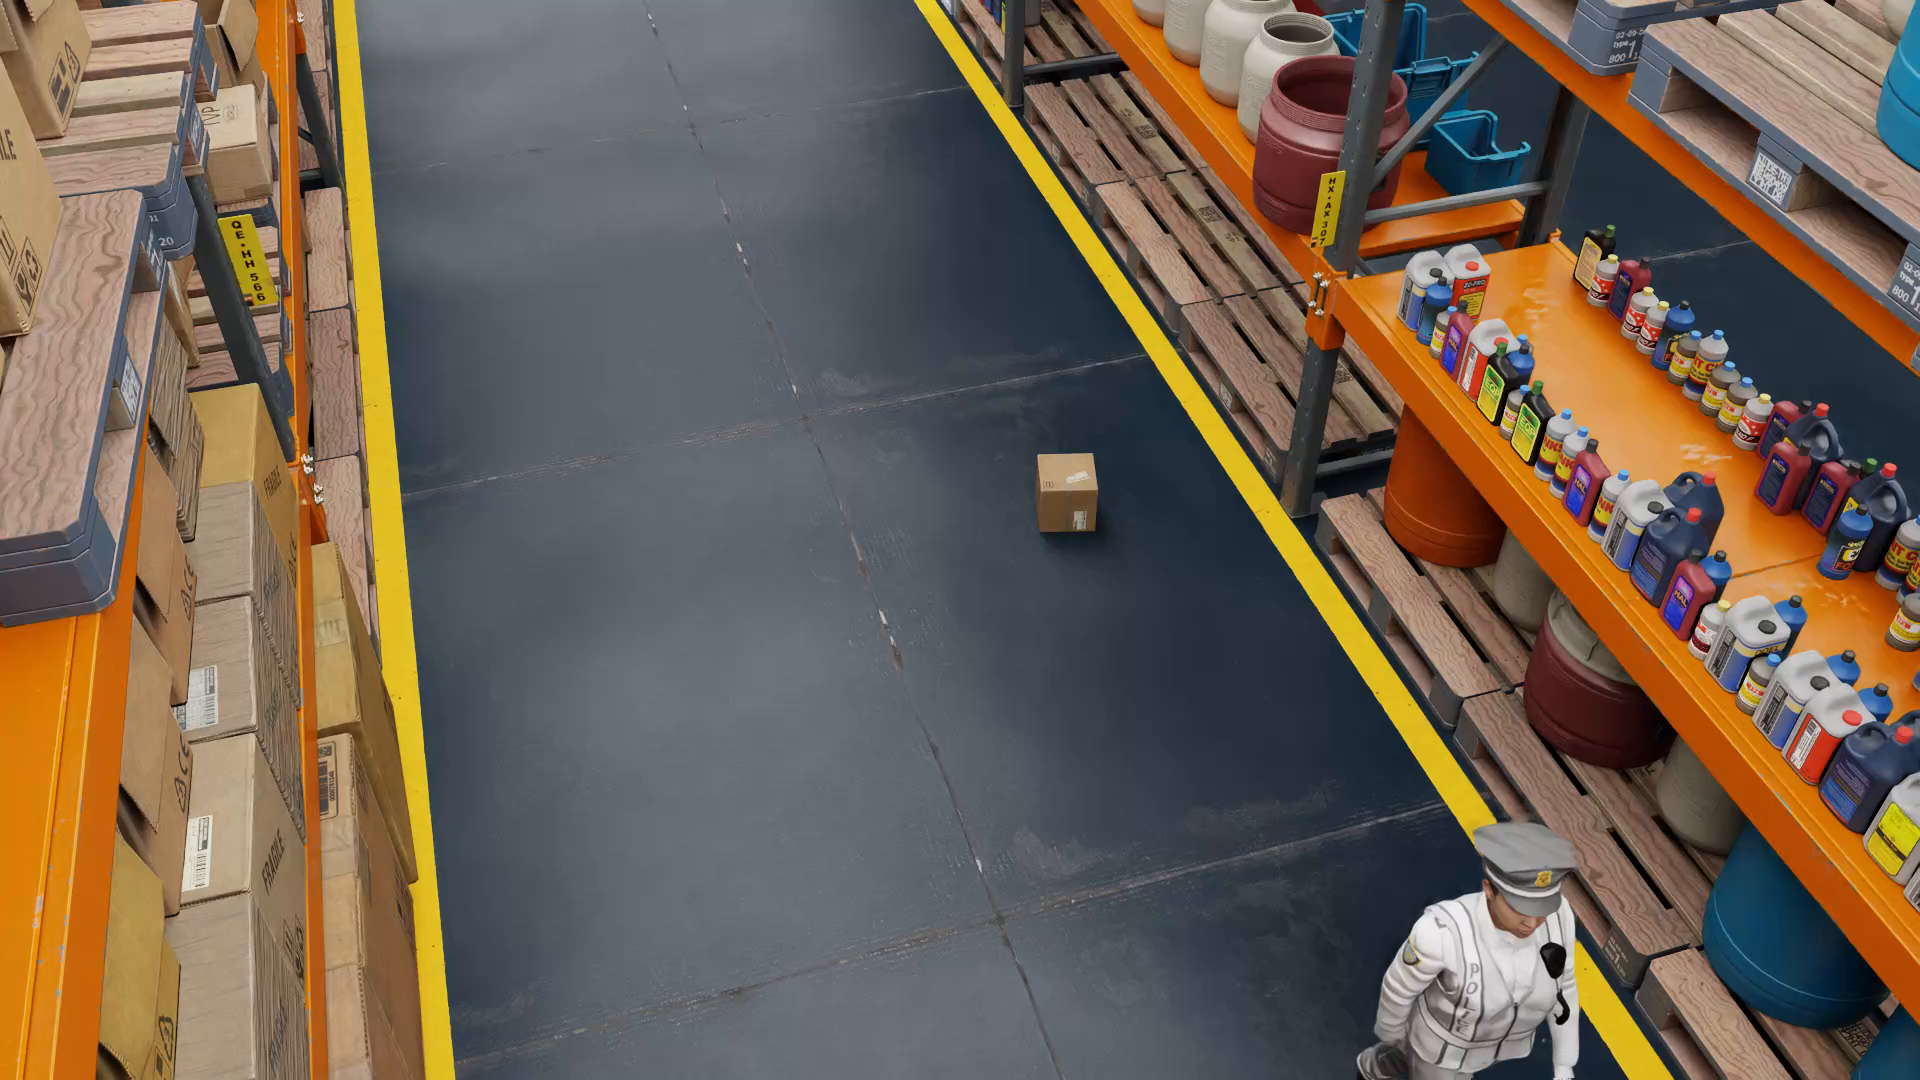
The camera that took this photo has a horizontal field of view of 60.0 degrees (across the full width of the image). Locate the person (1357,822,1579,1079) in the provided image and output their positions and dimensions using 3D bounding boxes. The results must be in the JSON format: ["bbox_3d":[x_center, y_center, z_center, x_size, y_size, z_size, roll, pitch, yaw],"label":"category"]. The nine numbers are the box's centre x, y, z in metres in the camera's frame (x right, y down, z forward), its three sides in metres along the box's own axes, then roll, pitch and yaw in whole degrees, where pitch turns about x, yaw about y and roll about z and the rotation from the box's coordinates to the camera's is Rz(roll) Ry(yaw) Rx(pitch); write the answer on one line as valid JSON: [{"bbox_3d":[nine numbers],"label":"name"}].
[{"bbox_3d":[1.450,1.417,4.571,0.498,1.637,0.967,-12,44,-13],"label":"person"}]
